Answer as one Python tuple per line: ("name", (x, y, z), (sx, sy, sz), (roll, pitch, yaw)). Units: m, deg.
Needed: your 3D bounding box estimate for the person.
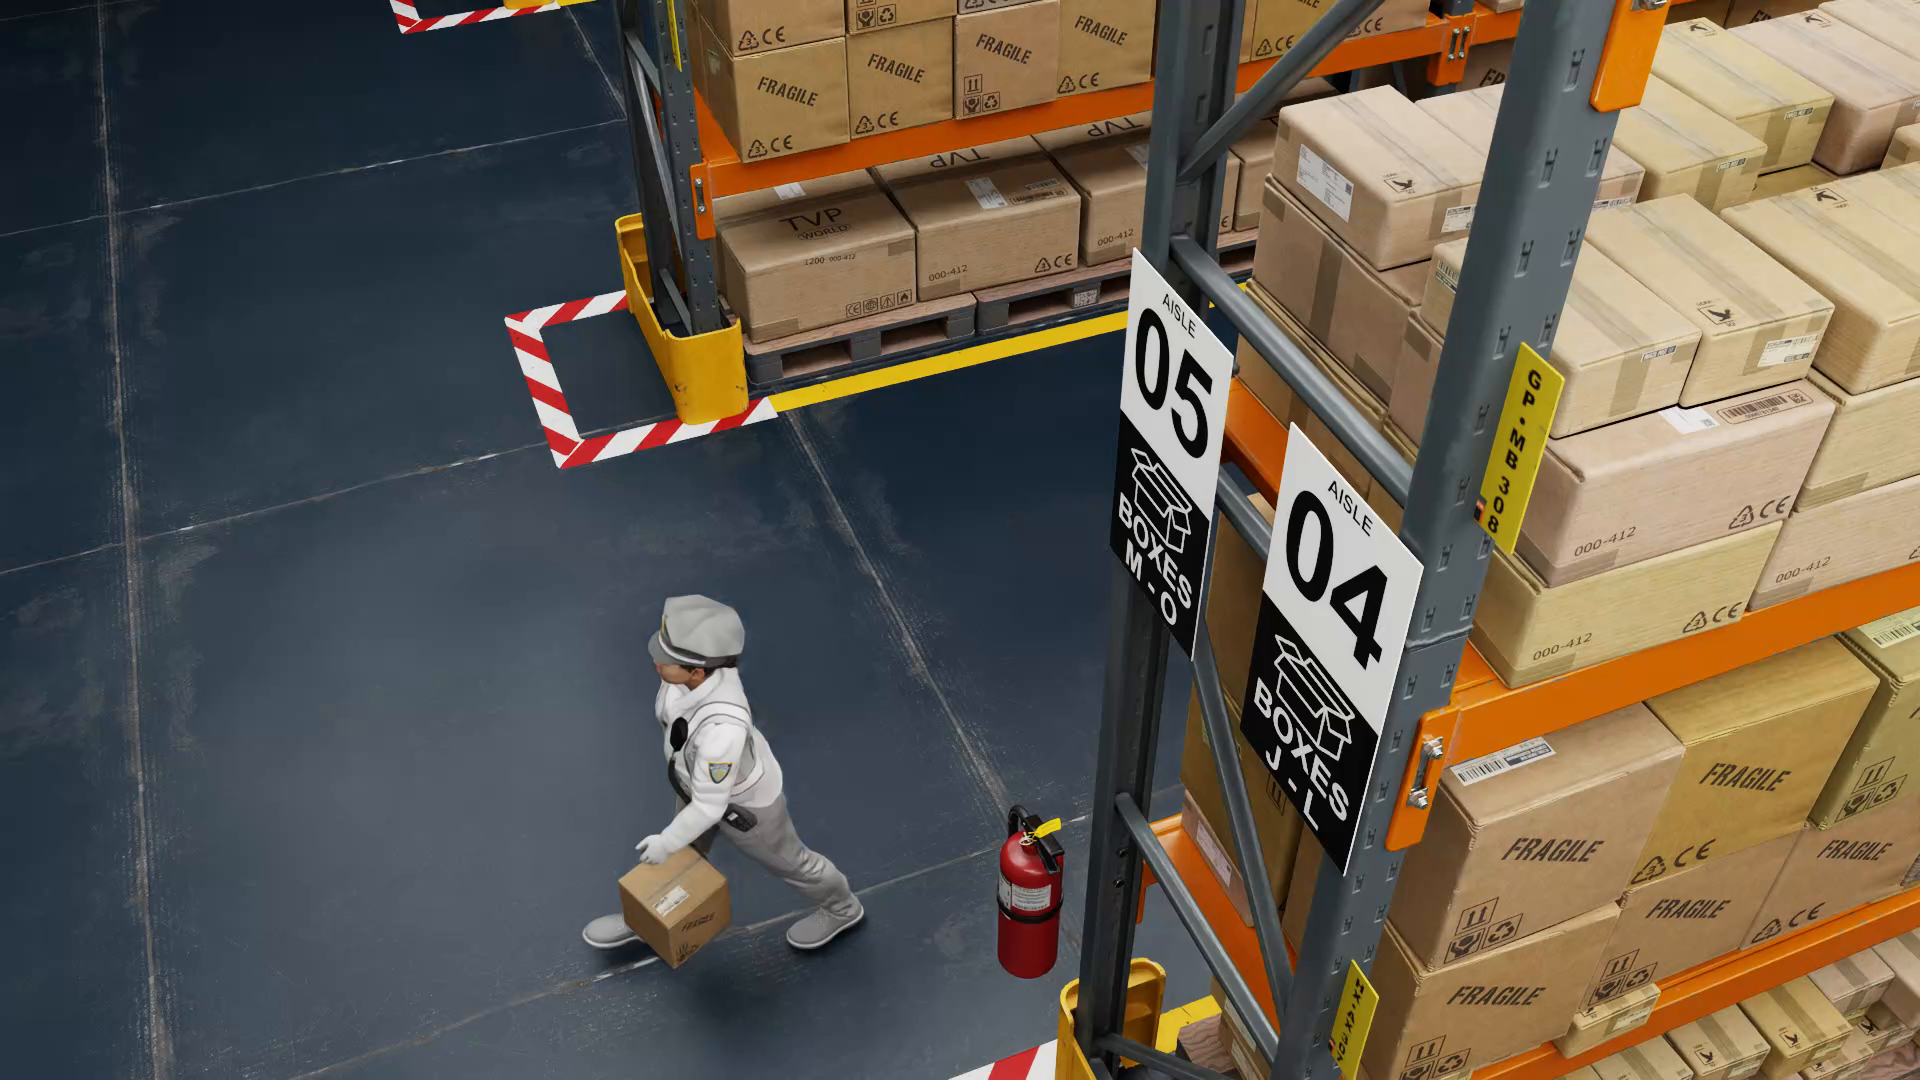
("person", (-0.797, 0.809, 5.245), (0.946, 1.638, 0.506), (-15, 44, -16))
